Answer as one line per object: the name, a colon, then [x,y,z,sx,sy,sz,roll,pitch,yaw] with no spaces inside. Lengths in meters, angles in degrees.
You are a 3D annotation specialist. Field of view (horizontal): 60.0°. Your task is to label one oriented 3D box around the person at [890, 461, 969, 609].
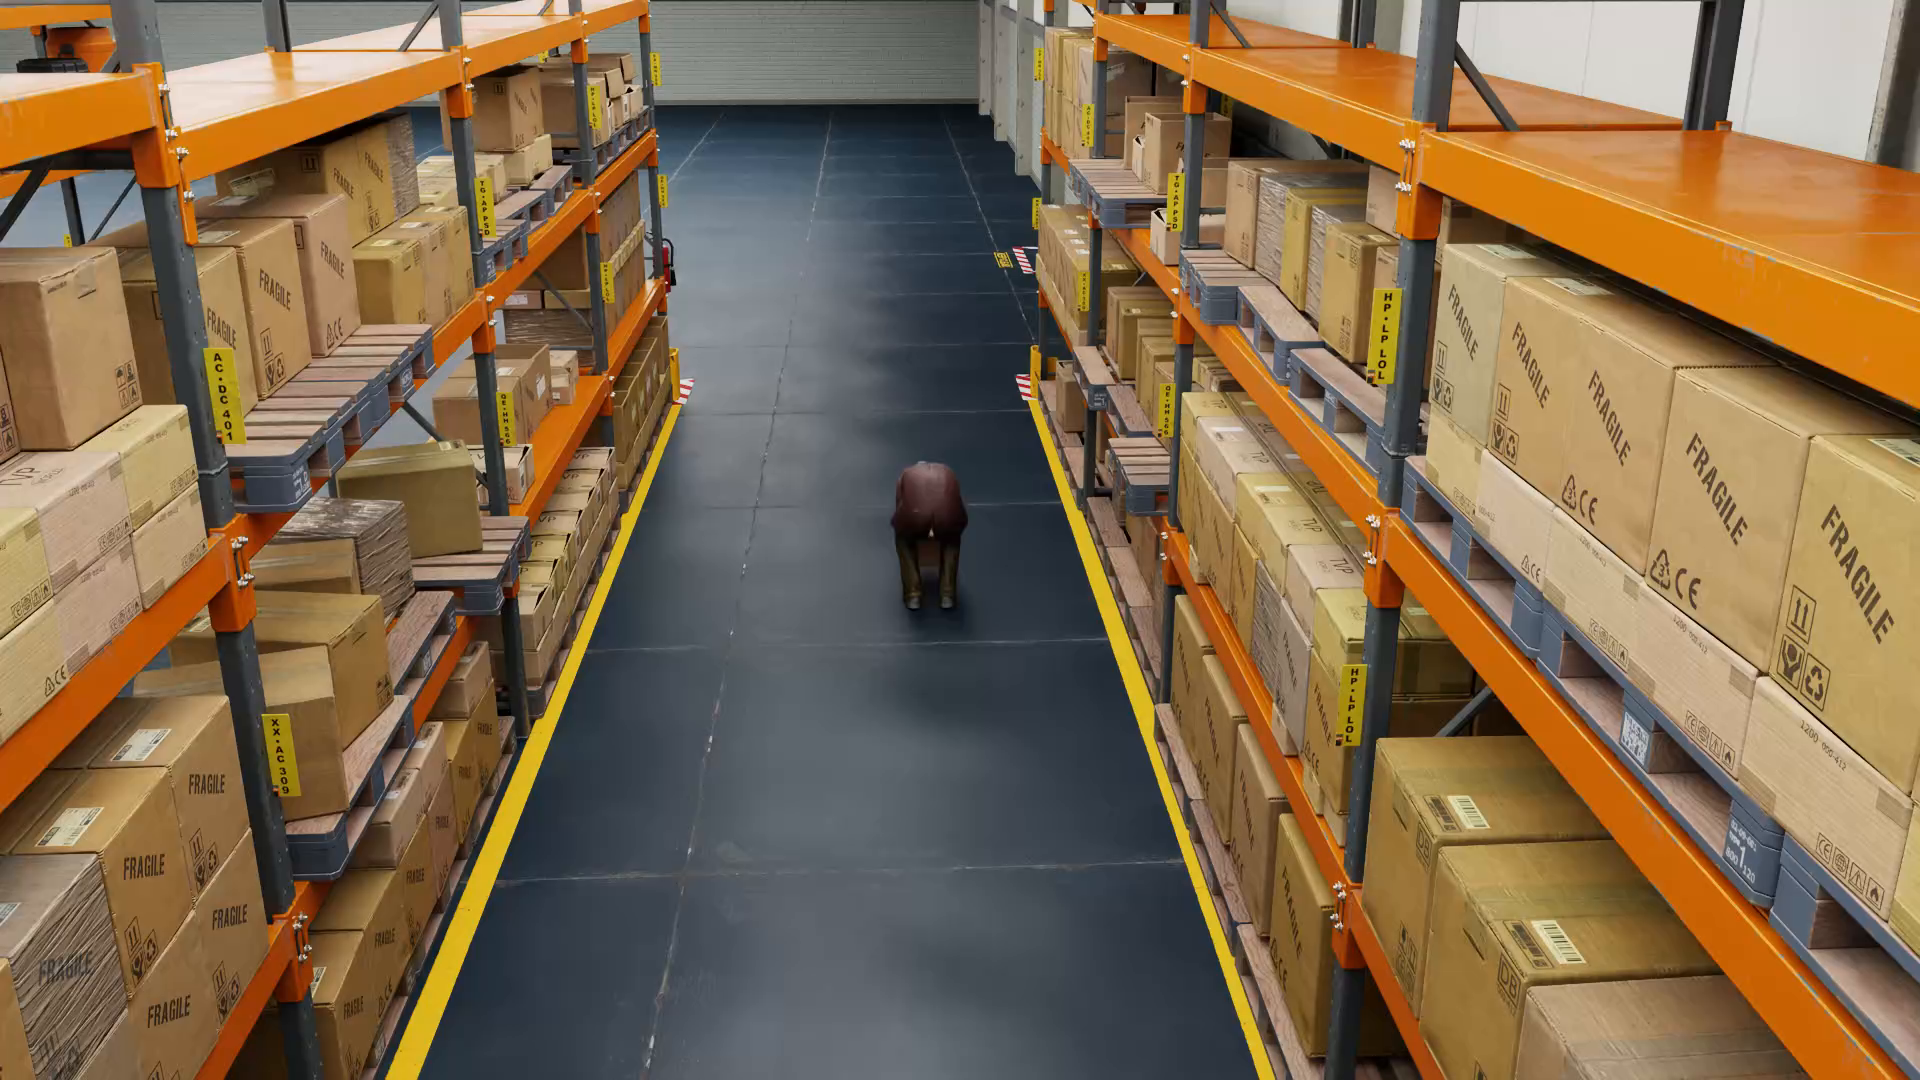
person: [-0.241,-0.105,12.416,0.583,1.066,0.947,-2,20,-6]
